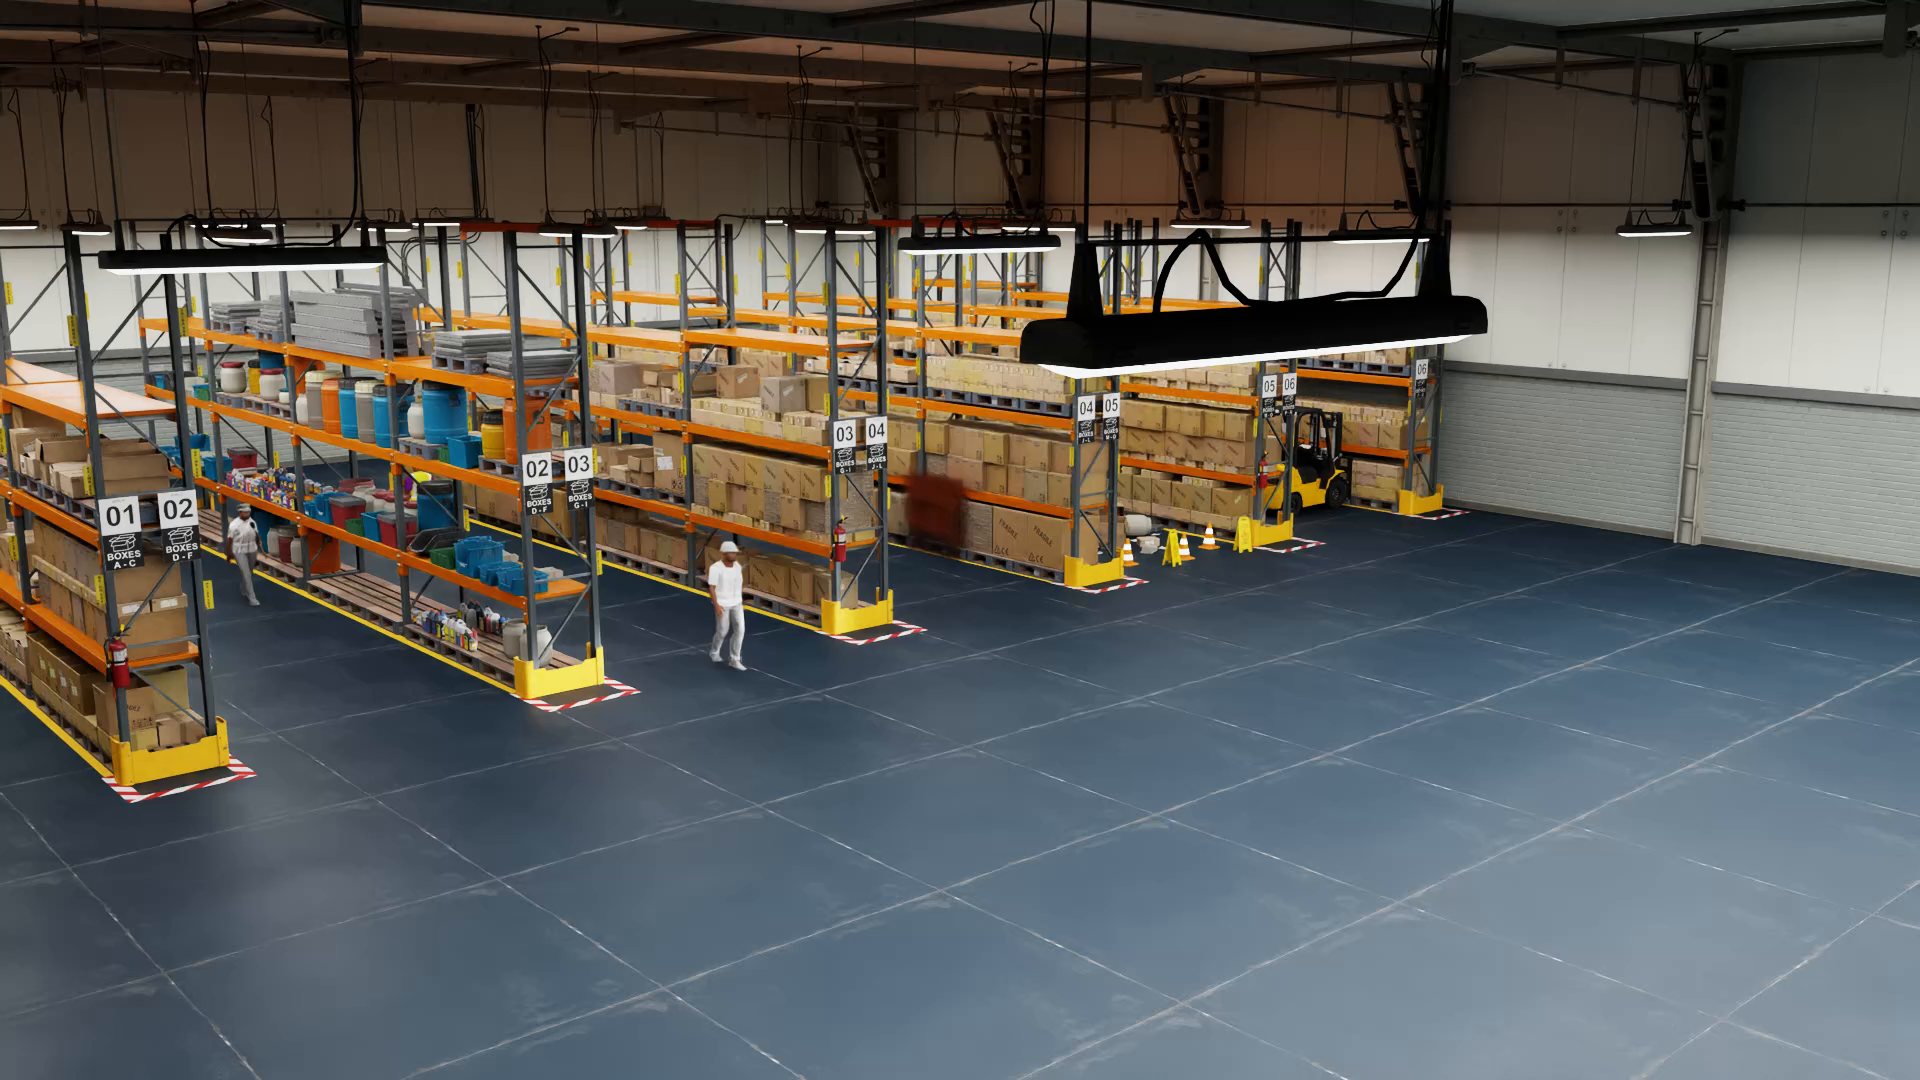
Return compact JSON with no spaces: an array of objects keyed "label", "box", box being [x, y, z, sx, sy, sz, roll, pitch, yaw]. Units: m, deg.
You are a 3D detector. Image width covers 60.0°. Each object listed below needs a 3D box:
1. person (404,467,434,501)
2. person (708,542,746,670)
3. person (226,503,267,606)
[{"label":"person","box":[-9.900,-0.629,30.479,0.607,1.760,0.492,-10,15,-42]},{"label":"person","box":[-3.211,0.911,23.075,0.698,1.780,0.663,10,15,40]},{"label":"person","box":[-11.483,0.190,26.744,0.544,1.614,1.033,-10,15,-42]}]
